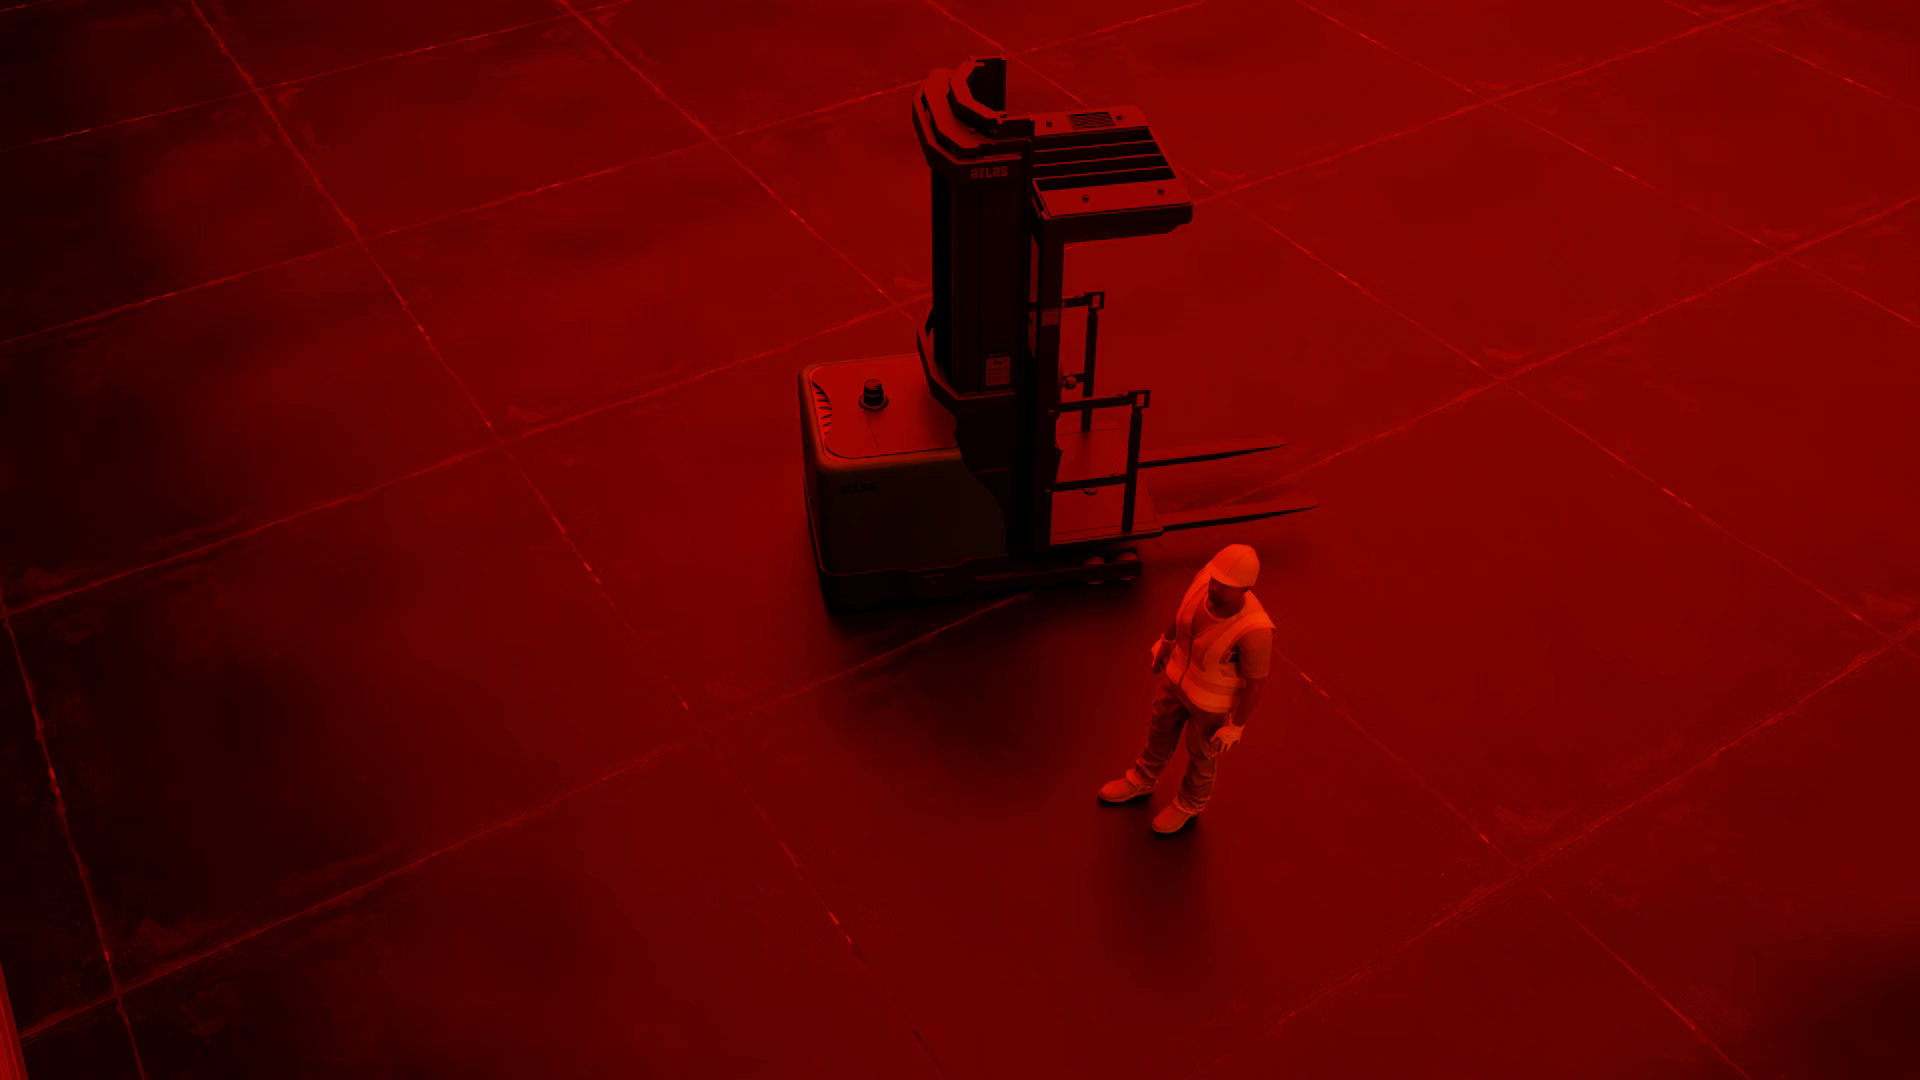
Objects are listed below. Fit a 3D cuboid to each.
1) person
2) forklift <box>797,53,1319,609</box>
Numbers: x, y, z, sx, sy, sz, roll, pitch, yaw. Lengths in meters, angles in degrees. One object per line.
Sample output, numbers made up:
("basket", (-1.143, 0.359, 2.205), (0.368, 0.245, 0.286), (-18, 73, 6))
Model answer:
("person", (1.094, 0.726, 7.902), (0.578, 1.782, 0.656), (-20, 45, -21))
("forklift", (0.614, -1.179, 9.221), (3.031, 2.935, 1.130), (-7, 42, -8))
